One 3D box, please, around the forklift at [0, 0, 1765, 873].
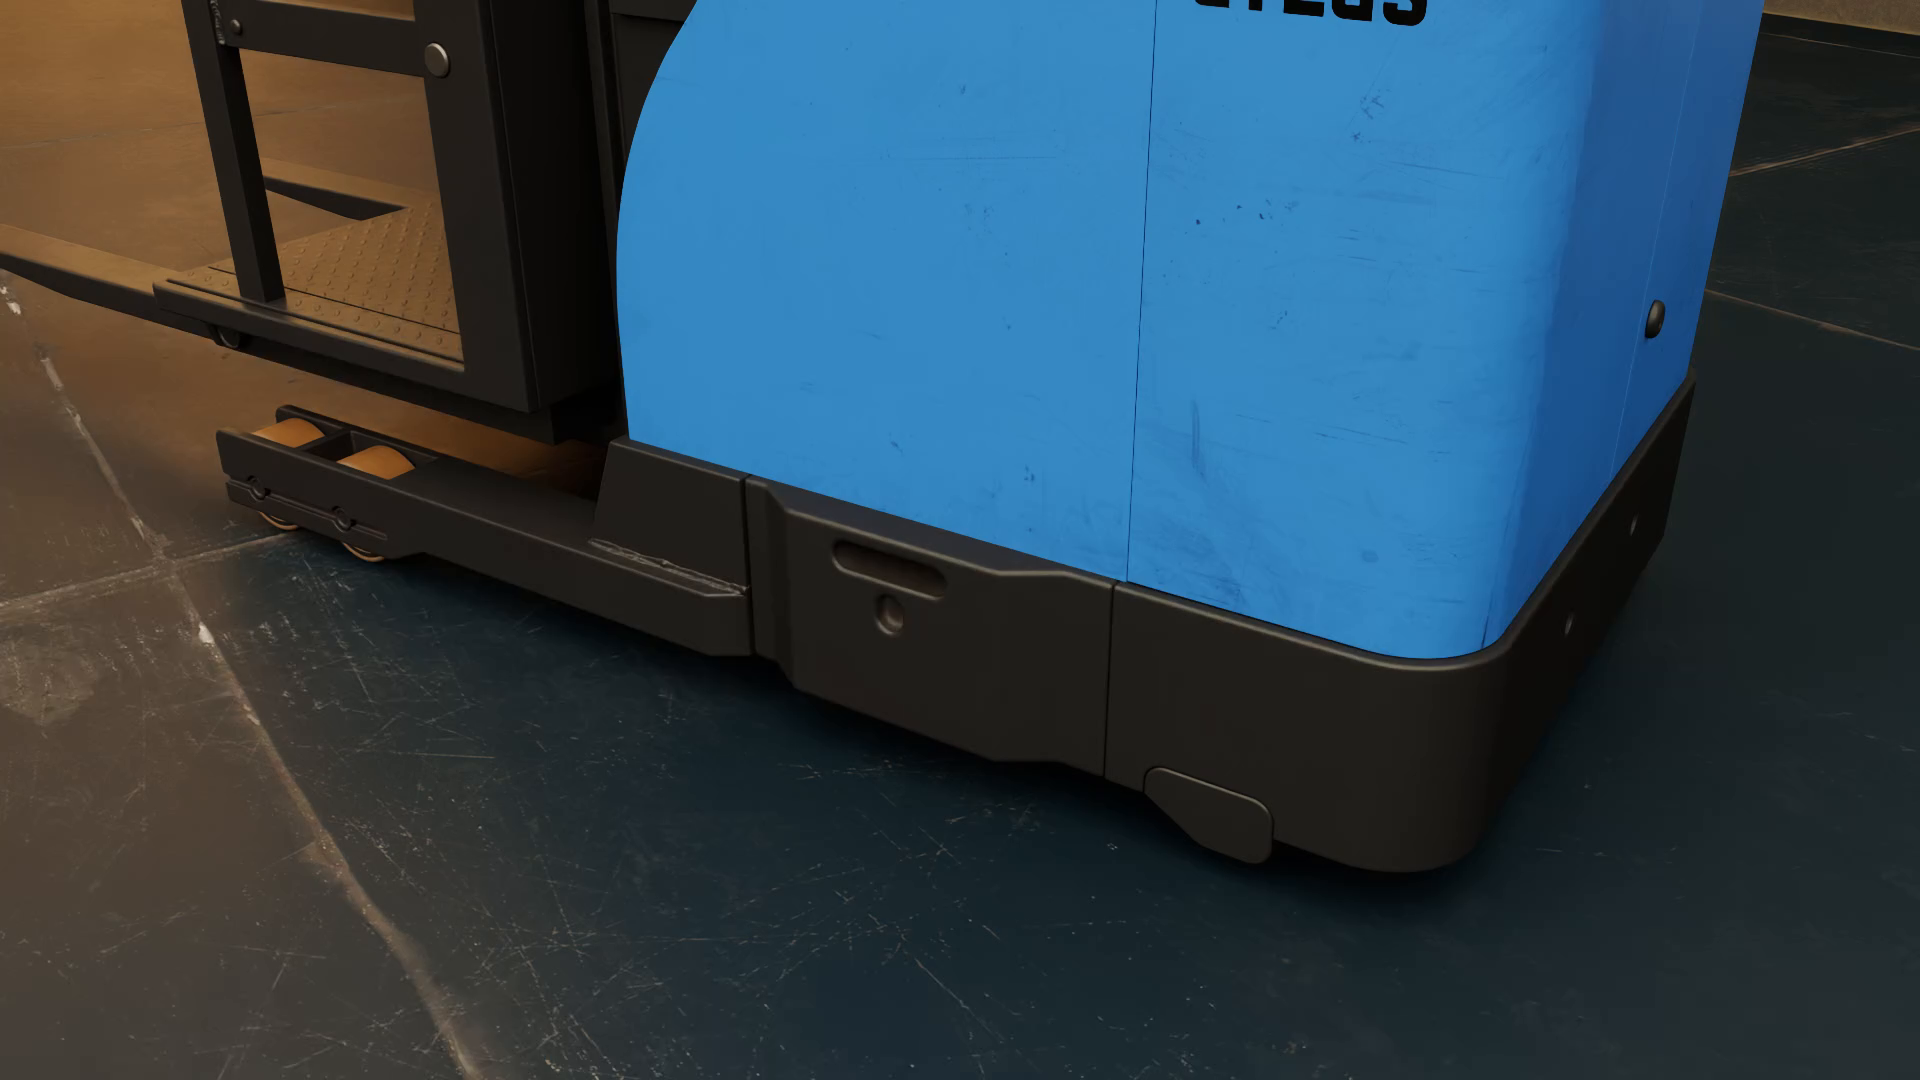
[{"bbox_3d":[-0.511,-1.459,2.139,3.031,2.935,1.130,16,31,29],"label":"forklift"}]
